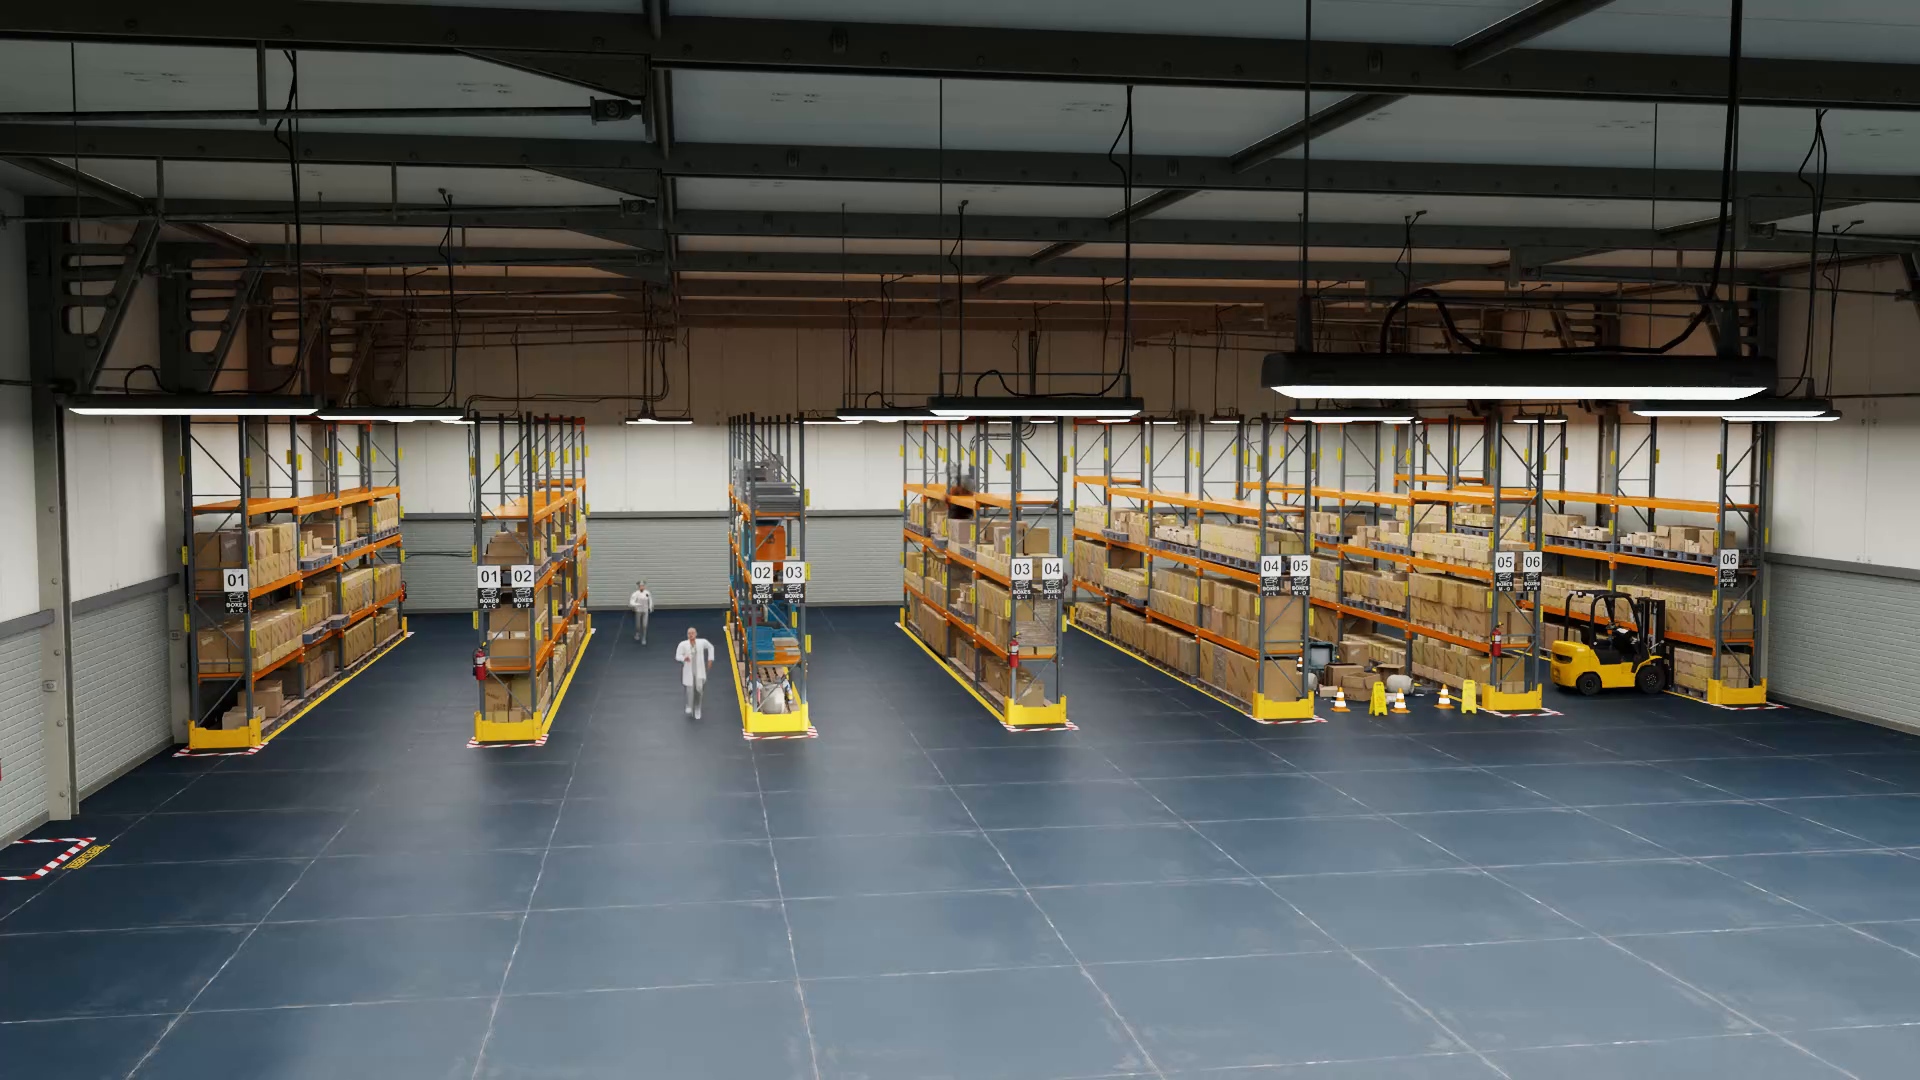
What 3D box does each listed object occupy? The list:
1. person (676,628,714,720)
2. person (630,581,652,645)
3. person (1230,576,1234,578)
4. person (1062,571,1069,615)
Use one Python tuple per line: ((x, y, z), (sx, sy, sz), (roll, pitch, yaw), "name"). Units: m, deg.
((-5.211, 2.634, 32.703), (0.728, 1.767, 0.965), (0, 4, -6), "person")
((-8.395, 1.895, 43.846), (0.615, 1.670, 0.826), (-2, 4, -23), "person")
((8.457, 1.415, 50.737), (0.739, 1.749, 0.717), (1, 4, 17), "person")
((2.966, 1.526, 49.416), (0.677, 1.737, 0.756), (-2, 4, -24), "person")
